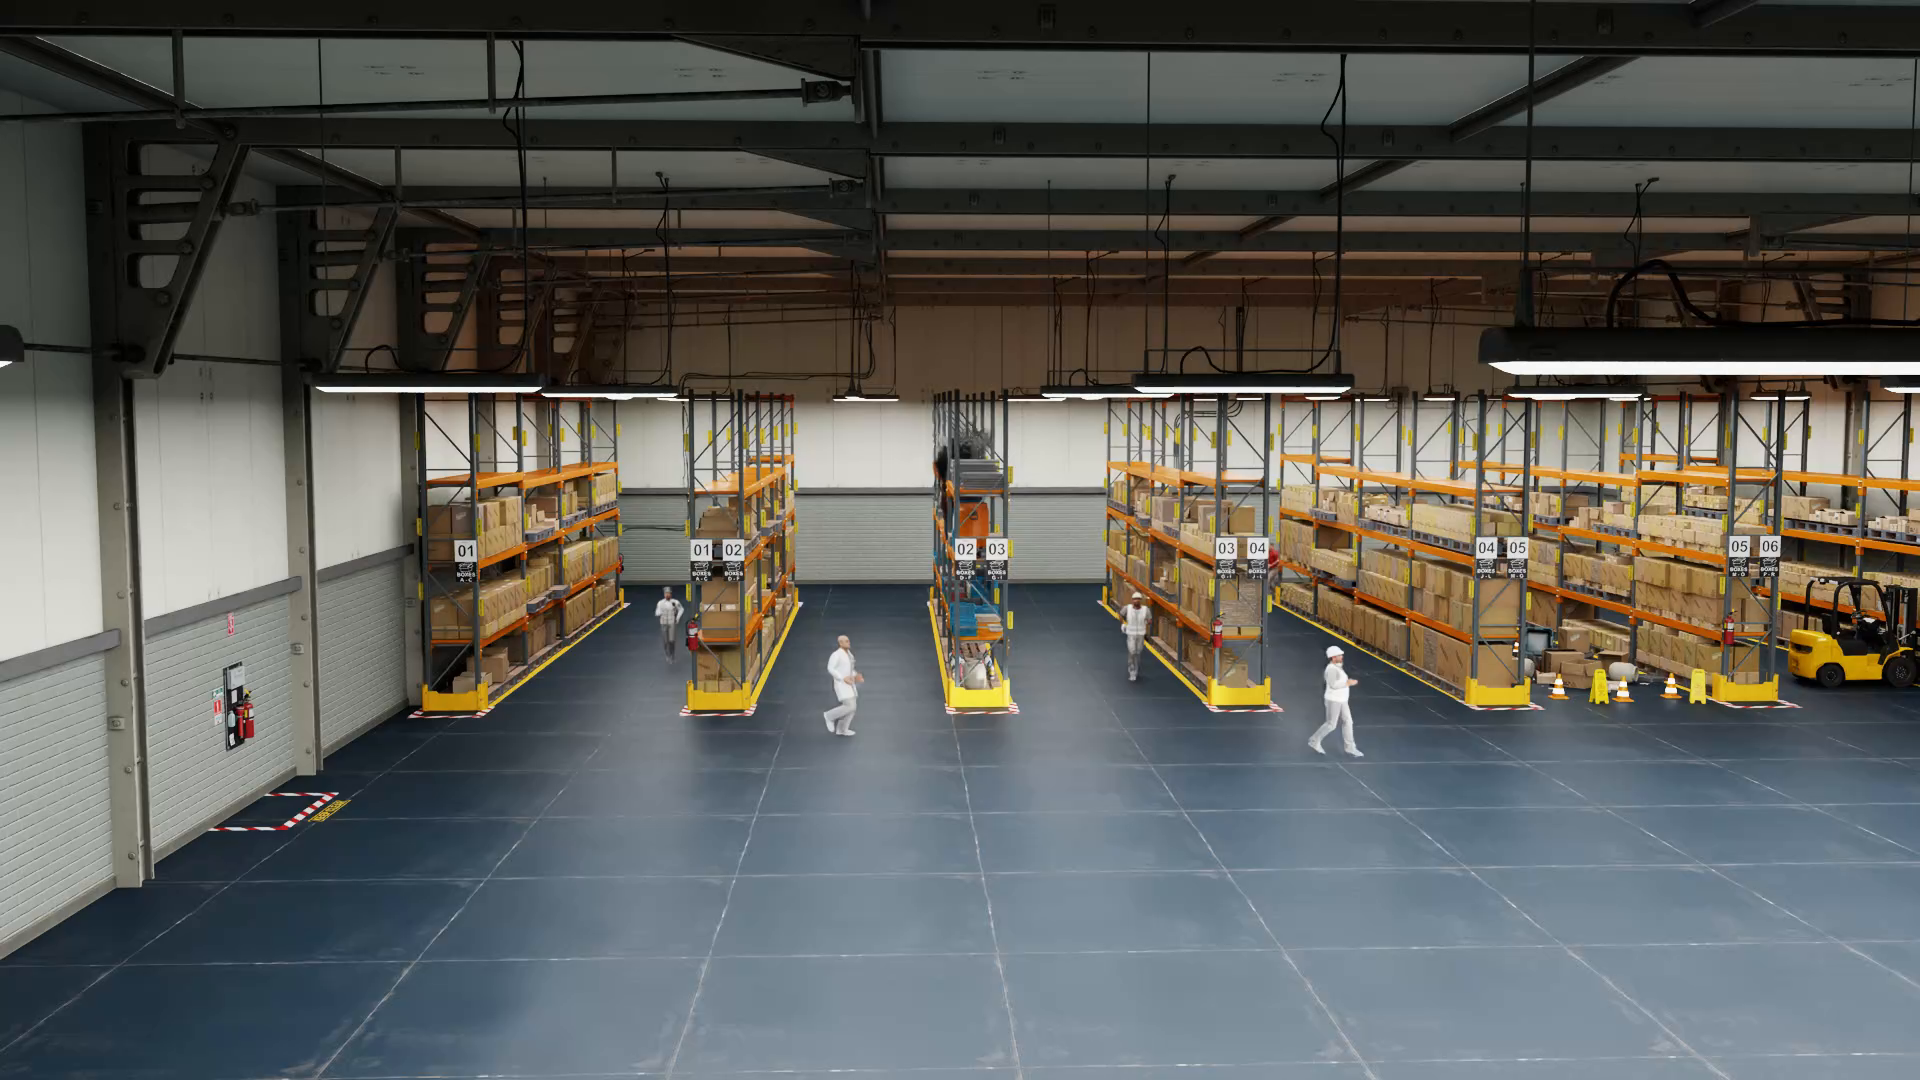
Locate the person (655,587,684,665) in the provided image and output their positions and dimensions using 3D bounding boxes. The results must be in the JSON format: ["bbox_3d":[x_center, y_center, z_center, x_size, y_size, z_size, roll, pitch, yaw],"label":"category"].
[{"bbox_3d":[-6.420,1.895,36.655,0.592,1.728,0.684,0,5,-1],"label":"person"}]

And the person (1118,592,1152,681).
[{"bbox_3d":[3.676,2.007,34.711,0.659,1.848,0.803,0,5,-6],"label":"person"}]

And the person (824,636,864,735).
[{"bbox_3d":[-2.027,2.511,28.748,0.633,1.730,0.694,2,5,21],"label":"person"}]

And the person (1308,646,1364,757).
[{"bbox_3d":[6.104,2.609,26.947,0.878,1.784,0.651,2,5,27],"label":"person"}]

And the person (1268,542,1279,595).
[{"bbox_3d":[9.088,0.892,48.988,0.801,1.671,0.965,-1,5,-11],"label":"person"}]
